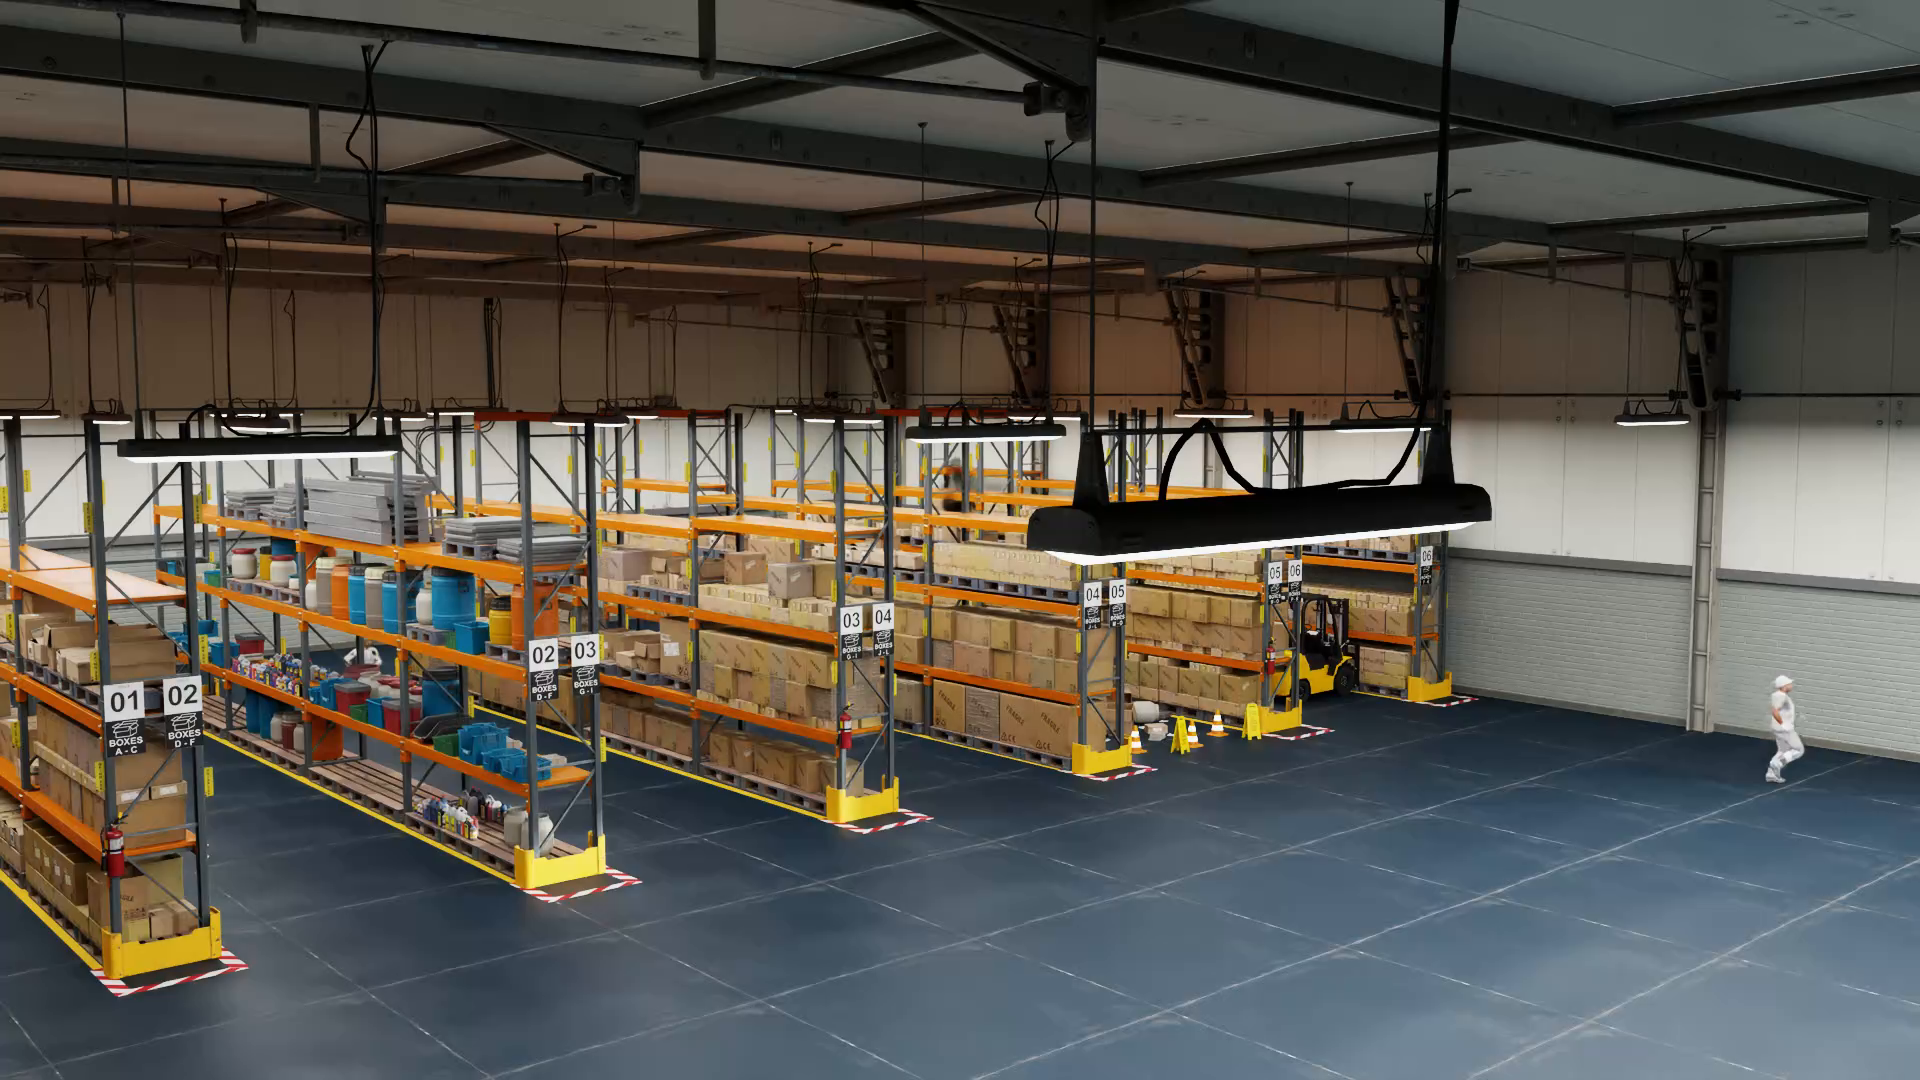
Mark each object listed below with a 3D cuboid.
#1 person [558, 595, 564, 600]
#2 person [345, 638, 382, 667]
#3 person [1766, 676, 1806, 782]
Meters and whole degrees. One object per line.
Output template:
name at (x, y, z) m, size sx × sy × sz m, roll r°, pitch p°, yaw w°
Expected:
person at (-9.335, 2.116, 38.732) m, size 0.644 × 1.684 × 0.699 m, roll 0°, pitch 5°, yaw -6°
person at (-11.528, 2.661, 32.269) m, size 0.811 × 1.738 × 0.572 m, roll 3°, pitch 6°, yaw 35°
person at (13.439, 3.079, 27.029) m, size 0.598 × 1.744 × 0.646 m, roll 1°, pitch 5°, yaw 11°
